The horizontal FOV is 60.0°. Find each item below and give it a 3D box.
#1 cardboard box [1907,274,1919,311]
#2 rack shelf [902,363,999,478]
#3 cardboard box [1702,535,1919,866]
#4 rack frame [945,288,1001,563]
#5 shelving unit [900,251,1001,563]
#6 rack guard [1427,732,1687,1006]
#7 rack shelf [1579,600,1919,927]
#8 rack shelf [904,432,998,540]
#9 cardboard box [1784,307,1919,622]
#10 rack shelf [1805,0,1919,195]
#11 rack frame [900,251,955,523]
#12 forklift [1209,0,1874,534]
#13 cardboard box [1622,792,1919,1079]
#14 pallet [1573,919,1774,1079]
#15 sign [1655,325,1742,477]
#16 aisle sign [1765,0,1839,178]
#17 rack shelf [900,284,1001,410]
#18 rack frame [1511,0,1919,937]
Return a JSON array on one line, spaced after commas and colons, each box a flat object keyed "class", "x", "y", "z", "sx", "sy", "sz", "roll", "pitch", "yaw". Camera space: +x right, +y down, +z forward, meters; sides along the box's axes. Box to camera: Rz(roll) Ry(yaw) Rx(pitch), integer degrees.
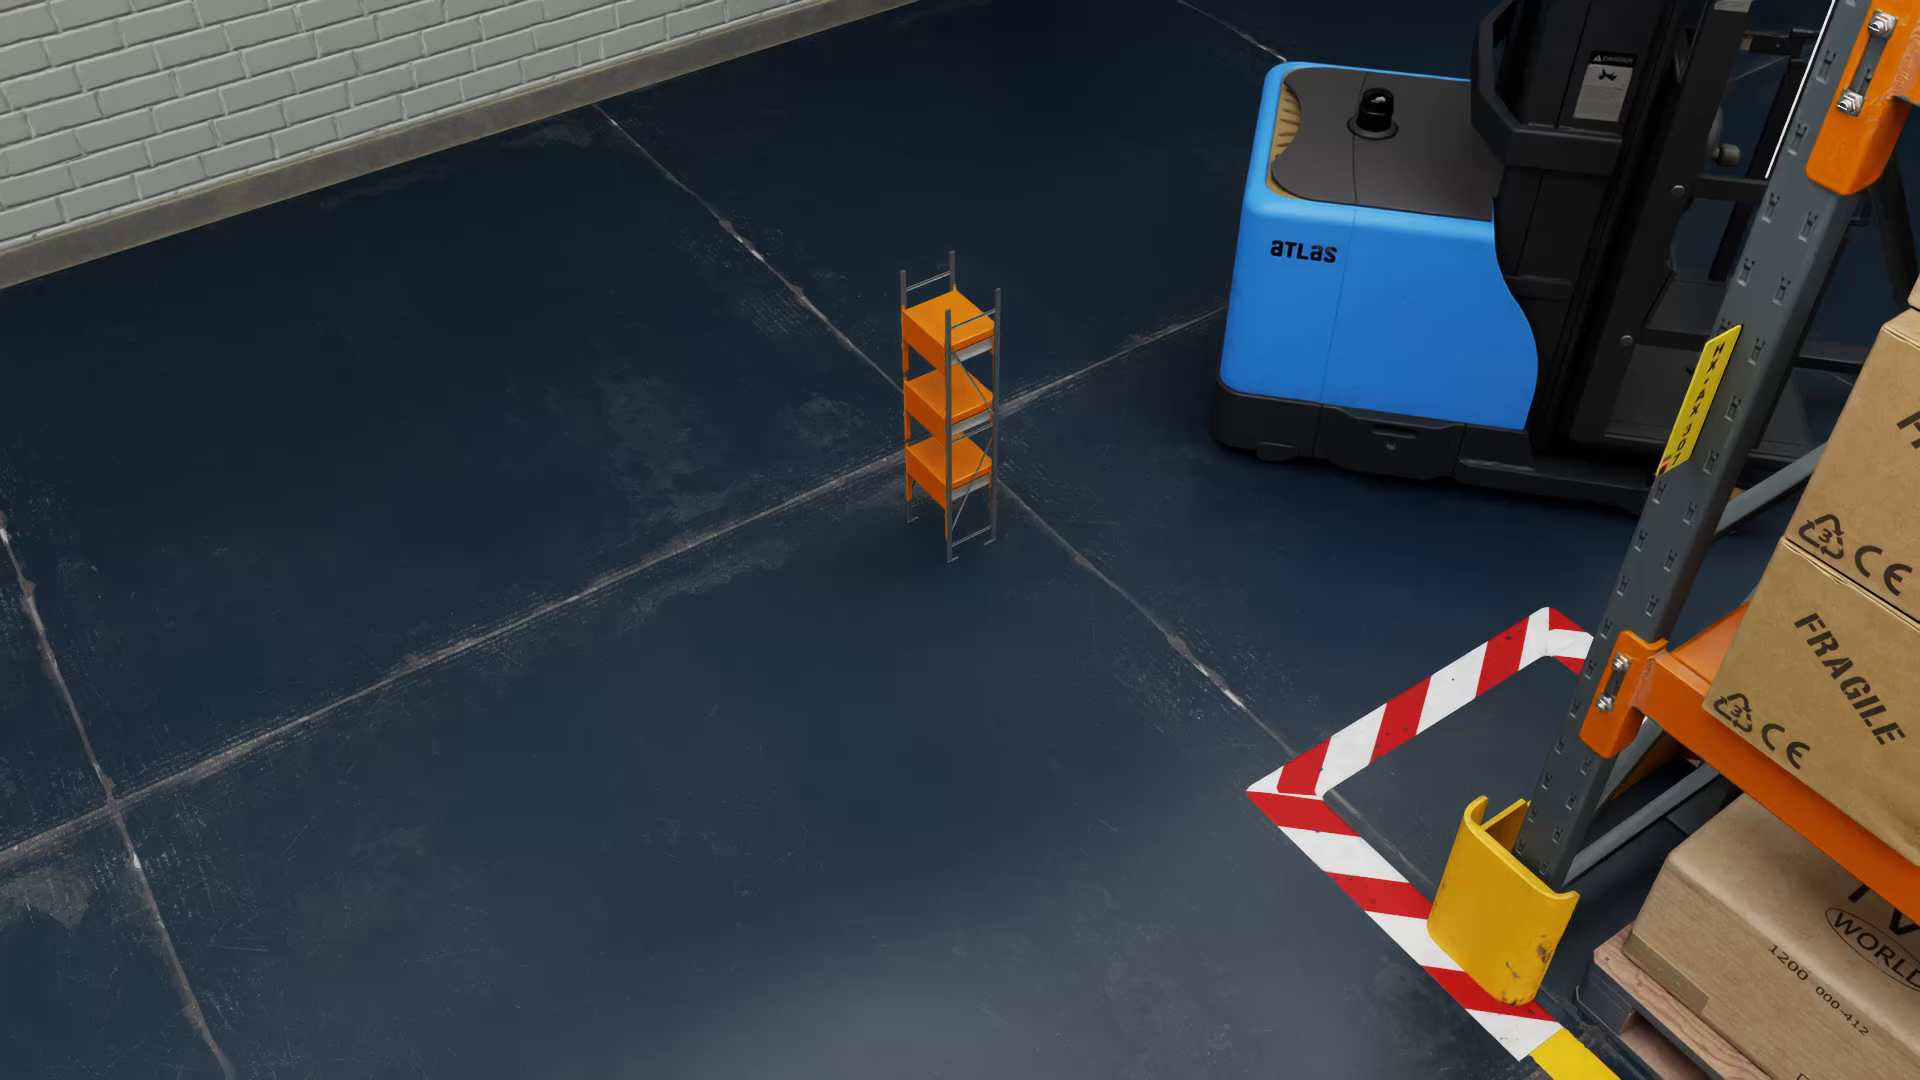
[{"class": "cardboard box", "x": 1.839, "y": -0.457, "z": 2.790, "sx": 0.380, "sy": 0.149, "sz": 0.250, "roll": -25, "pitch": 49, "yaw": -24}, {"class": "rack shelf", "x": -0.031, "y": -0.402, "z": 5.427, "sx": 0.215, "sy": 0.259, "sz": 0.240, "roll": -26, "pitch": 49, "yaw": -24}, {"class": "cardboard box", "x": 1.902, "y": 0.214, "z": 3.281, "sx": 0.500, "sy": 0.500, "sz": 0.500, "roll": -26, "pitch": 49, "yaw": -25}, {"class": "rack frame", "x": 0.039, "y": -0.341, "z": 5.347, "sx": 0.200, "sy": 1.050, "sz": 0.008, "roll": -26, "pitch": 49, "yaw": -24}, {"class": "shelving unit", "x": -0.031, "y": -0.410, "z": 5.419, "sx": 0.215, "sy": 1.050, "sz": 0.252, "roll": -26, "pitch": 49, "yaw": -24}, {"class": "rack guard", "x": 1.849, "y": 0.755, "z": 4.597, "sx": 1.175, "sy": 0.500, "sz": 0.348, "roll": -26, "pitch": 49, "yaw": -24}, {"class": "rack shelf", "x": 3.007, "y": 1.258, "z": 2.781, "sx": 1.077, "sy": 0.370, "sz": 4.000, "roll": -26, "pitch": 49, "yaw": -24}, {"class": "rack shelf", "x": -0.031, "y": -0.201, "z": 5.618, "sx": 0.215, "sy": 0.259, "sz": 0.240, "roll": -26, "pitch": 49, "yaw": -24}, {"class": "cardboard box", "x": 1.904, "y": -0.148, "z": 2.937, "sx": 0.500, "sy": 0.500, "sz": 0.500, "roll": -27, "pitch": 50, "yaw": -25}, {"class": "rack shelf", "x": 3.007, "y": 0.173, "z": 1.745, "sx": 1.077, "sy": 0.370, "sz": 4.000, "roll": -26, "pitch": 49, "yaw": -24}, {"class": "rack frame", "x": -0.100, "y": -0.479, "z": 5.492, "sx": 0.200, "sy": 1.050, "sz": 0.008, "roll": -26, "pitch": 49, "yaw": -24}, {"class": "forklift", "x": 2.481, "y": -1.486, "z": 5.184, "sx": 3.031, "sy": 2.935, "sz": 1.130, "roll": 9, "pitch": 44, "yaw": 9}, {"class": "cardboard box", "x": 2.322, "y": 0.974, "z": 4.109, "sx": 0.875, "sy": 0.438, "sz": 0.875, "roll": -27, "pitch": 50, "yaw": -26}, {"class": "pallet", "x": 2.384, "y": 1.296, "z": 4.240, "sx": 1.003, "sy": 0.211, "sz": 1.213, "roll": -26, "pitch": 49, "yaw": -24}, {"class": "sign", "x": 1.404, "y": -0.261, "z": 3.167, "sx": 0.100, "sy": 0.325, "sz": 0.005, "roll": -26, "pitch": 49, "yaw": -24}, {"class": "aisle sign", "x": 1.584, "y": -1.002, "z": 2.744, "sx": 0.394, "sy": 0.787, "sz": 0.004, "roll": -26, "pitch": 49, "yaw": -24}, {"class": "rack shelf", "x": -0.031, "y": -0.608, "z": 5.231, "sx": 0.215, "sy": 0.259, "sz": 0.240, "roll": -26, "pitch": 49, "yaw": -24}, {"class": "rack frame", "x": 1.863, "y": -0.135, "z": 3.719, "sx": 1.000, "sy": 3.000, "sz": 0.127, "roll": -26, "pitch": 49, "yaw": -24}]
